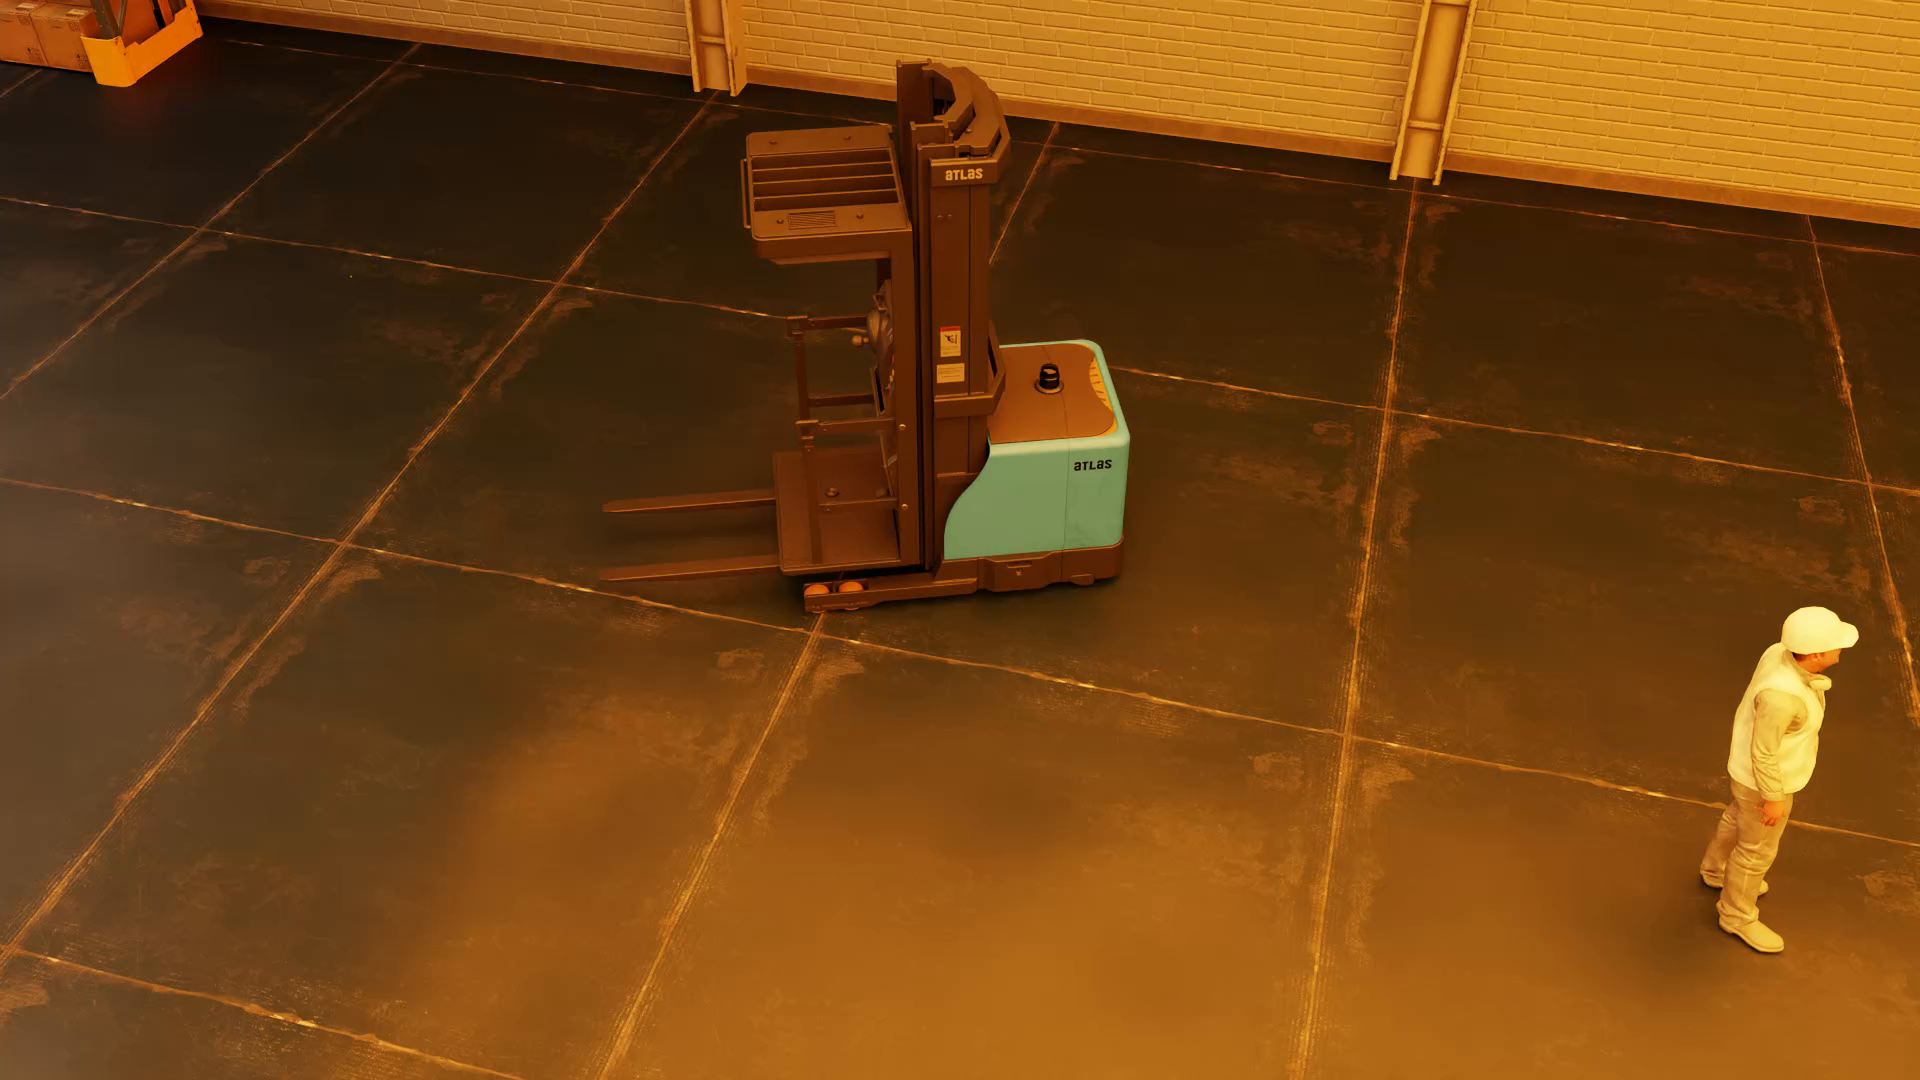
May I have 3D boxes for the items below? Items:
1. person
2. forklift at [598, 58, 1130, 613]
[{"bbox_3d":[3.747,1.038,7.544,0.569,1.773,0.632,19,45,20],"label":"person"},{"bbox_3d":[-0.604,-1.052,9.062,3.031,2.935,1.130,-5,41,-5],"label":"forklift"}]
